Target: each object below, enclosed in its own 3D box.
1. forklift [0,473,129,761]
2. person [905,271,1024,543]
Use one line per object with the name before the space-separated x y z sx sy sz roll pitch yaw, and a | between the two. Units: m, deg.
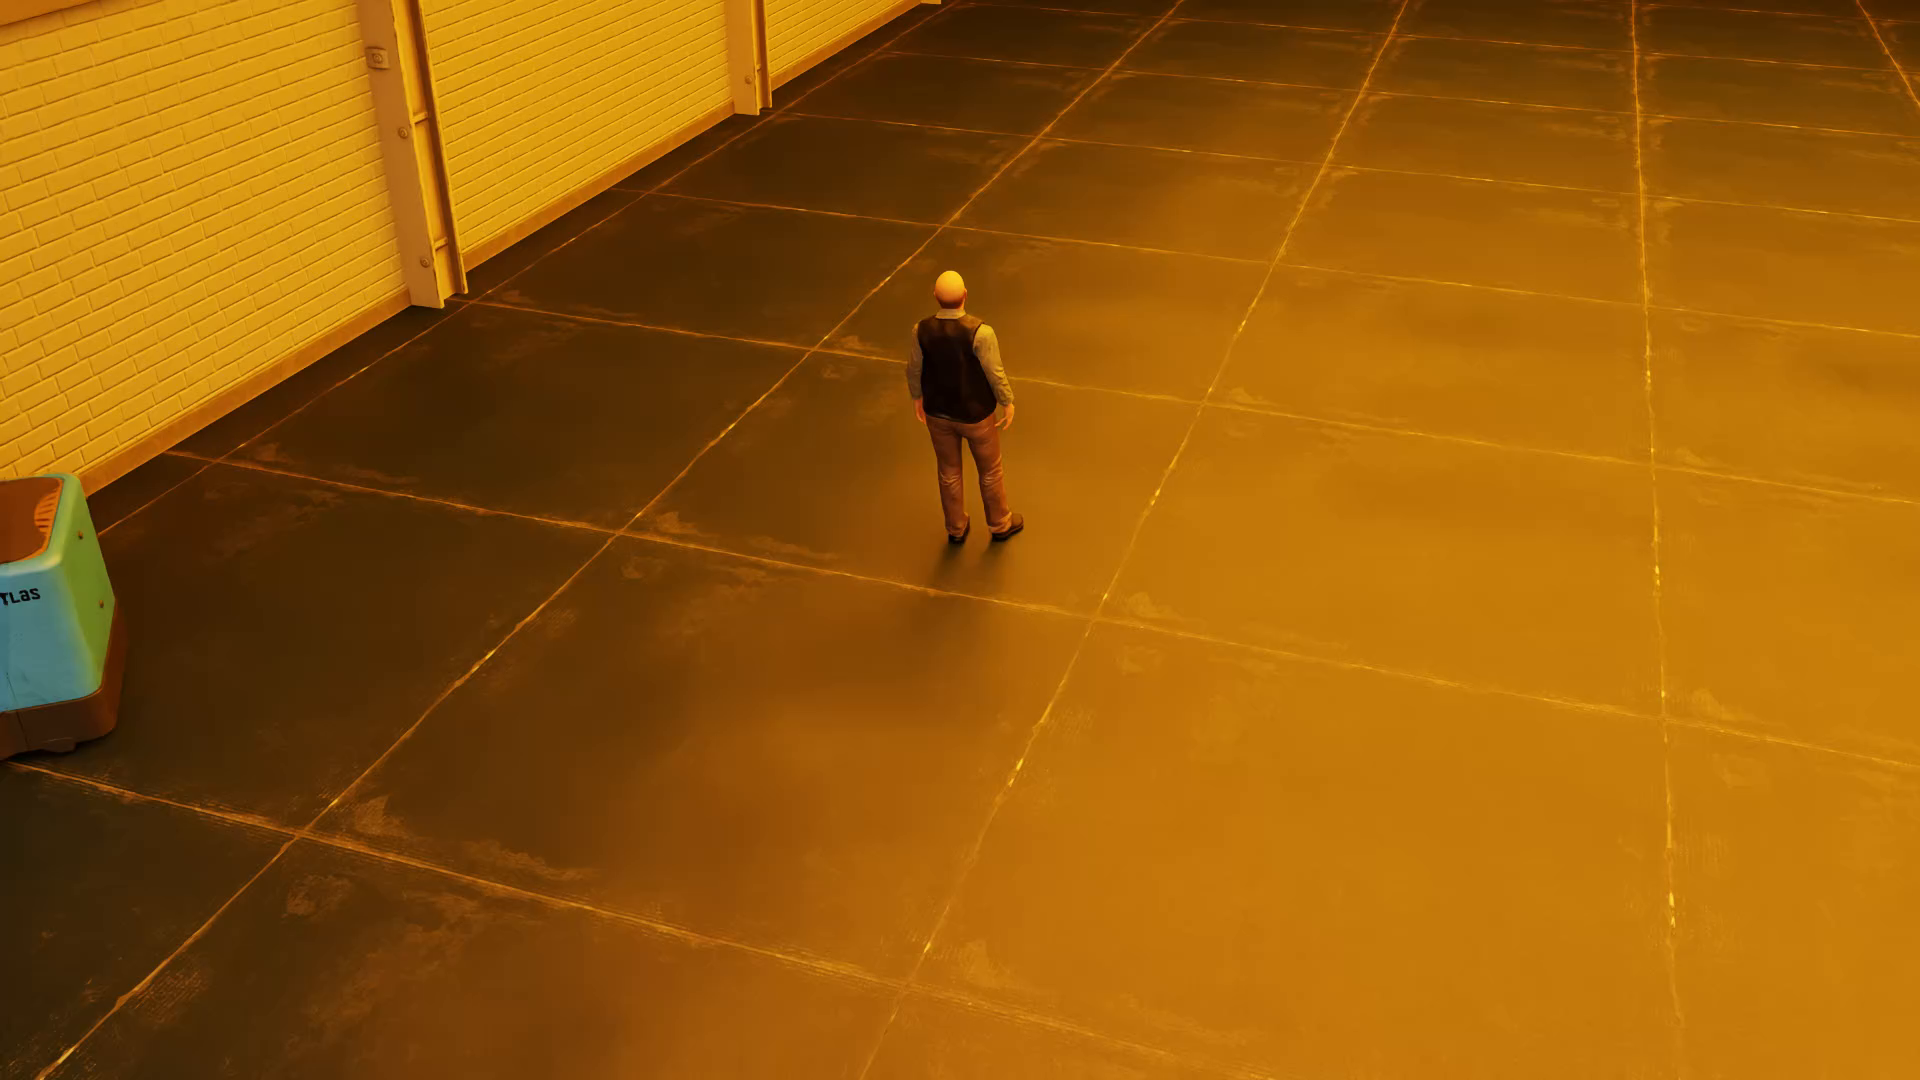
forklift | -5.797 -0.236 7.550 3.031 2.935 1.130 -10 31 -17
person | 0.028 -0.782 9.715 0.632 1.720 0.568 10 31 16
